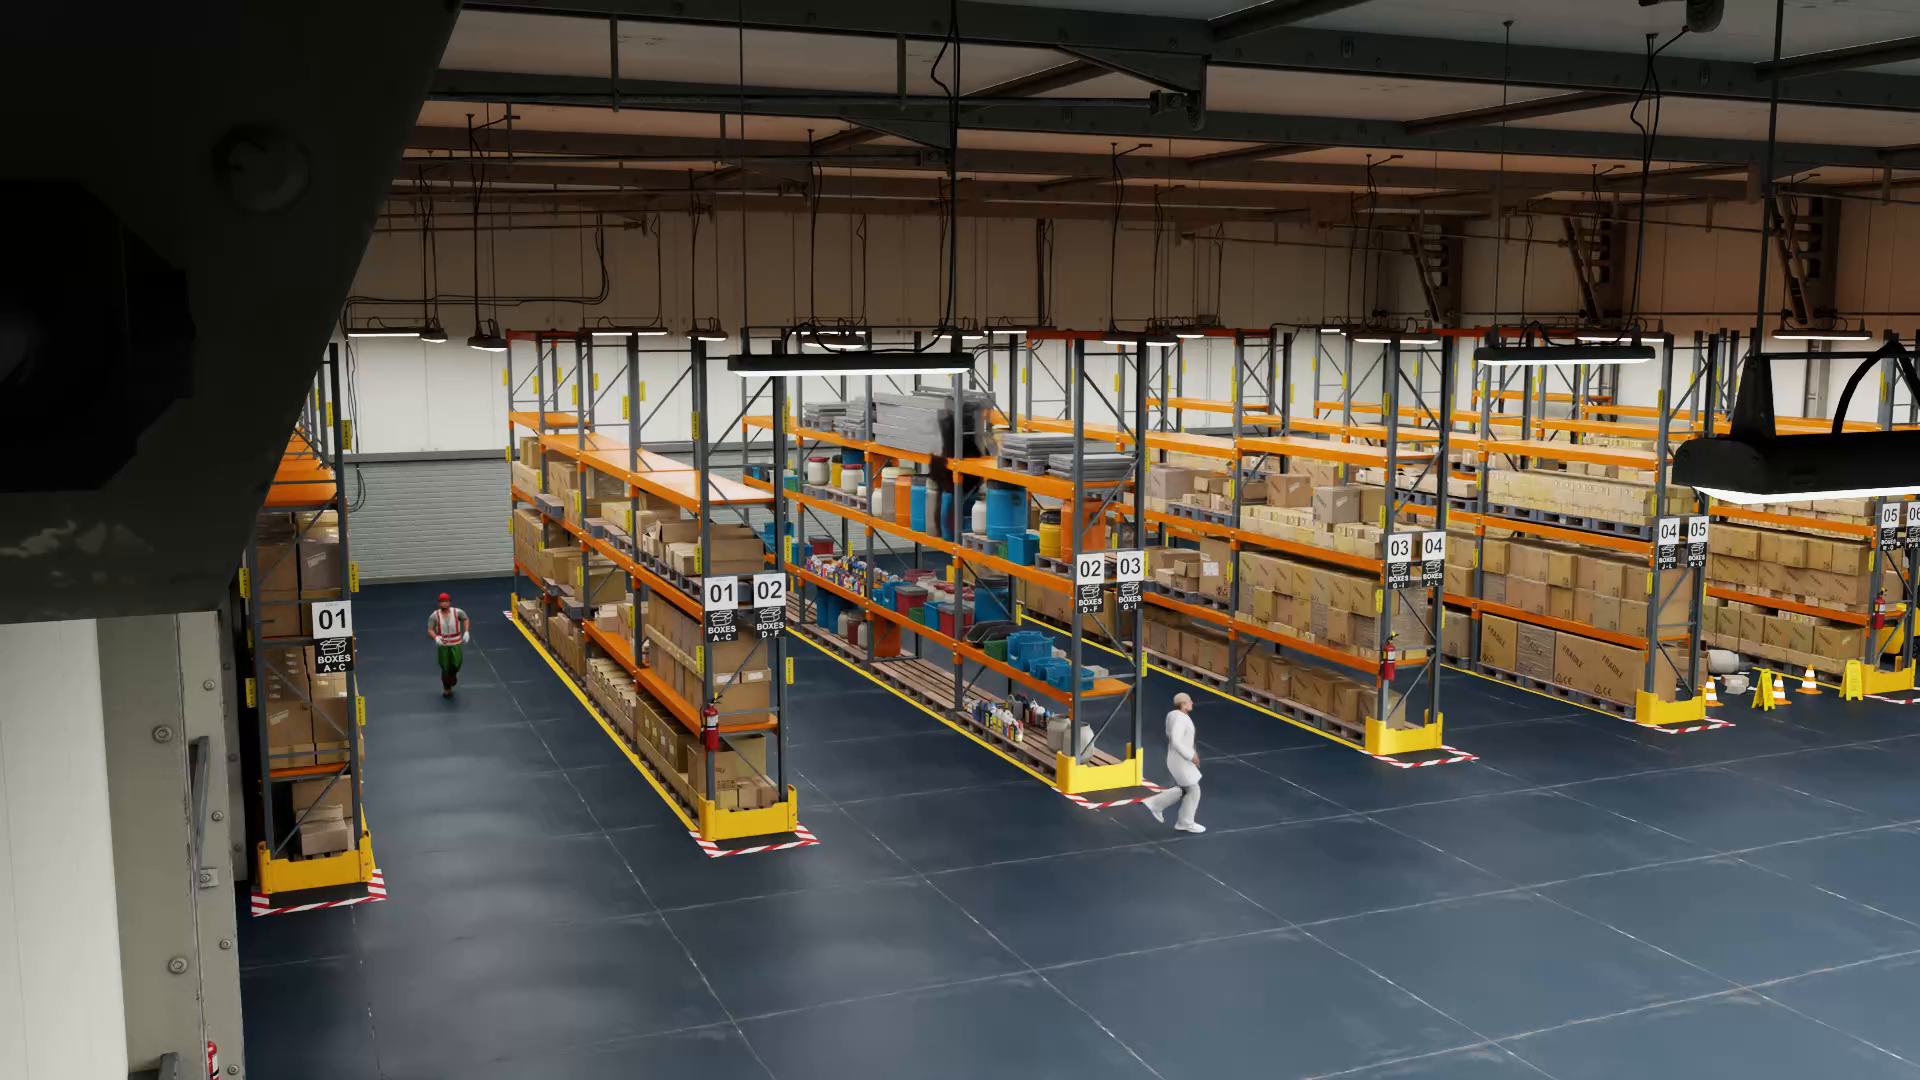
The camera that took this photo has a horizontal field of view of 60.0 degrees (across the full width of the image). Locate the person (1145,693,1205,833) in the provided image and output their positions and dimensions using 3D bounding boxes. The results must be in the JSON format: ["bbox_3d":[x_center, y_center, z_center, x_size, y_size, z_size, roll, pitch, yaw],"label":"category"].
[{"bbox_3d":[2.639,2.726,20.279,0.749,1.754,0.751,0,8,3],"label":"person"}]

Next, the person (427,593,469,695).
[{"bbox_3d":[-8.455,1.735,27.526,0.673,1.735,0.662,-2,8,-17],"label":"person"}]
